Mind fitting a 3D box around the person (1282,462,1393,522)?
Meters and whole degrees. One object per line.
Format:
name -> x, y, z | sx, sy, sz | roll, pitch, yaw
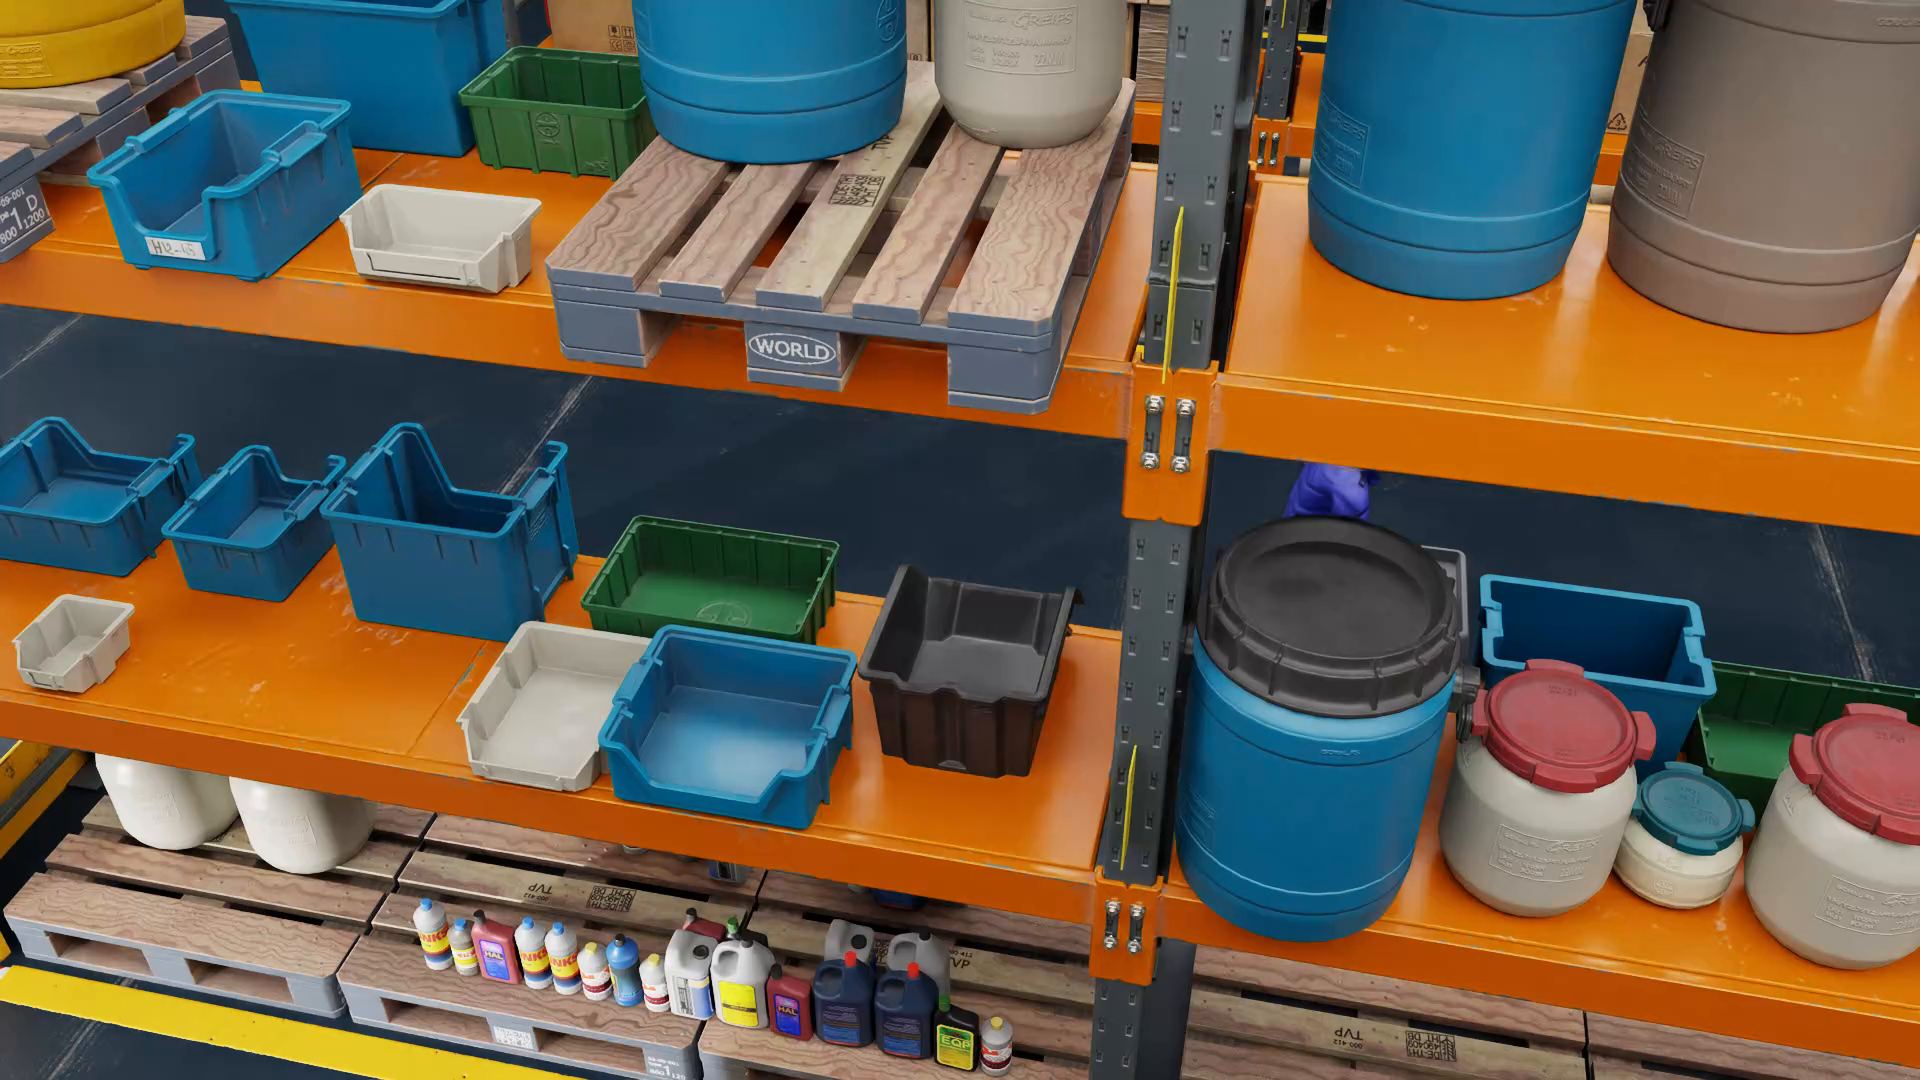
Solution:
person -> 1.345, 0.130, 6.152 | 0.556, 1.465, 0.490 | 8, 38, 10
